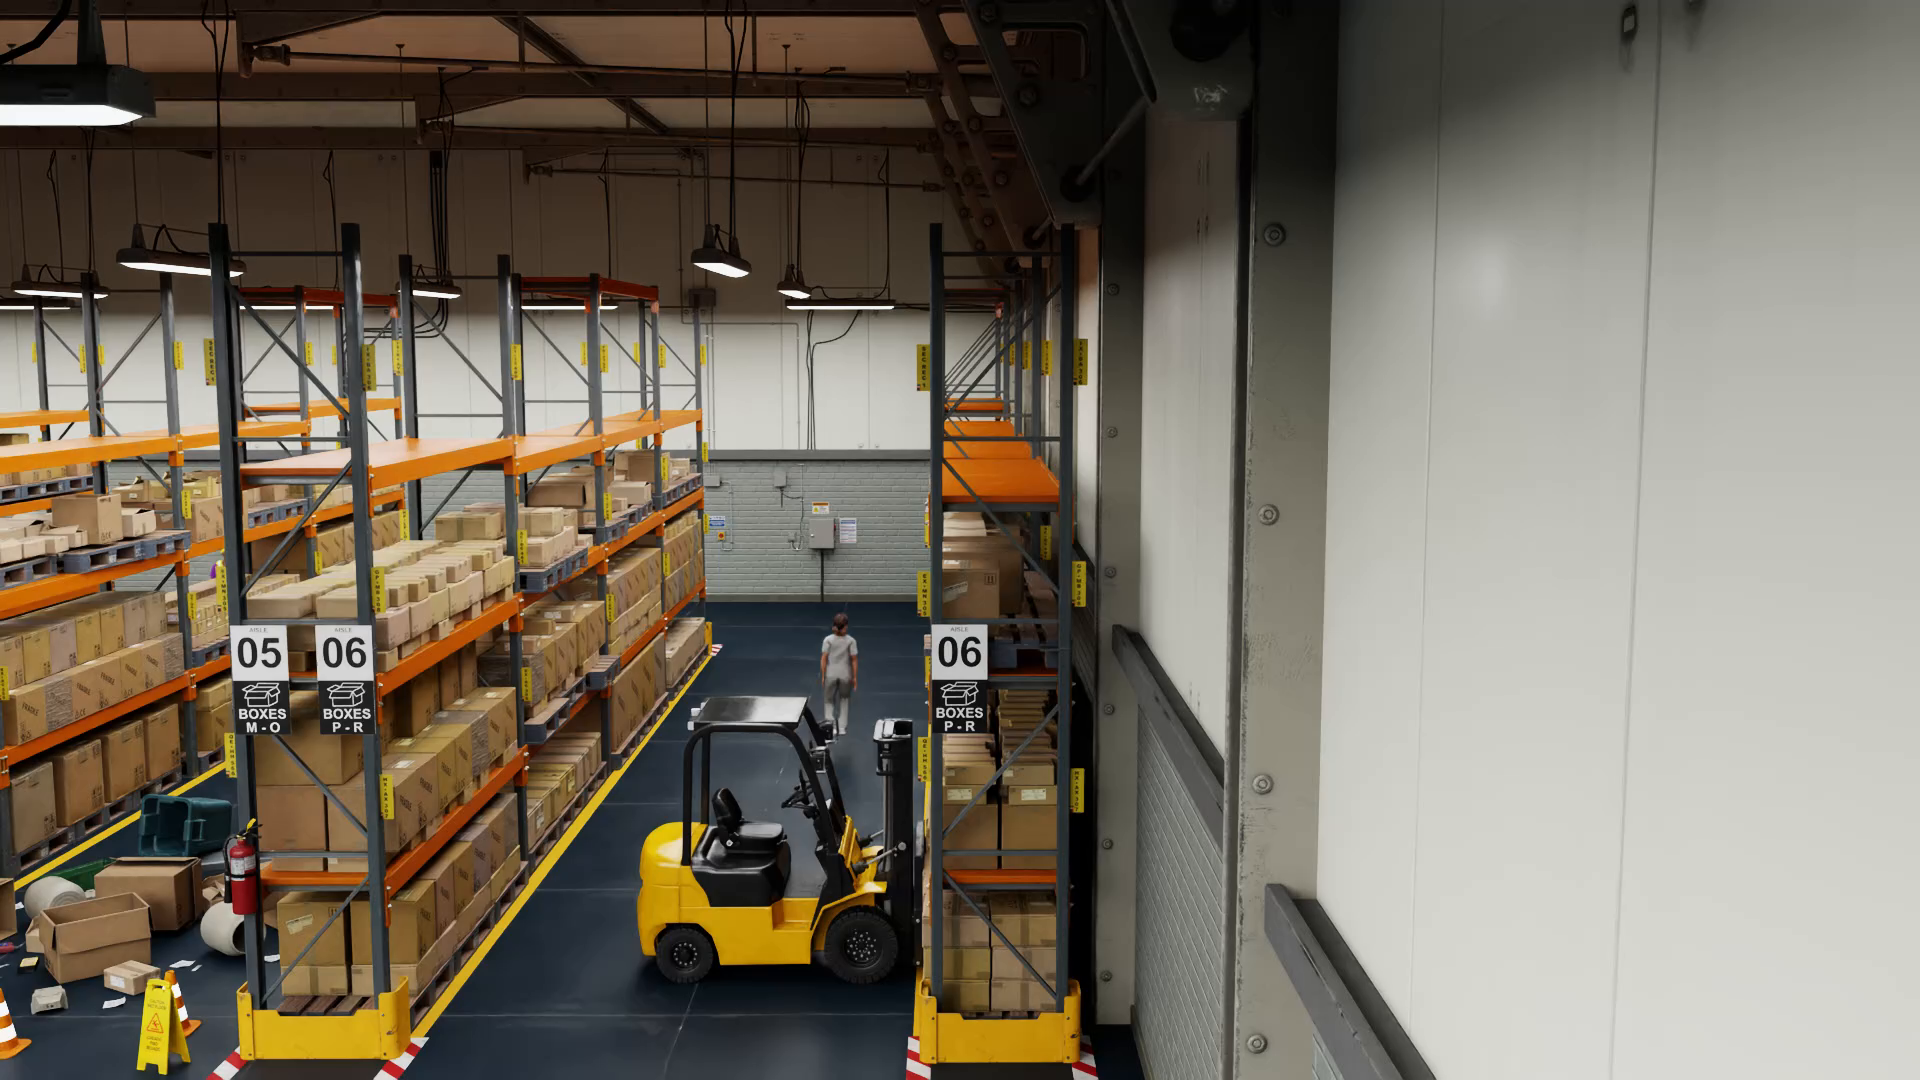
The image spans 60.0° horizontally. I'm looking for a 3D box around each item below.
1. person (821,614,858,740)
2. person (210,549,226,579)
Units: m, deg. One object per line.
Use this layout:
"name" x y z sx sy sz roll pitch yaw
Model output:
"person" -1.528 1.730 20.954 0.496 1.619 0.546 0 7 -3
"person" -12.729 0.931 28.878 0.563 1.704 1.076 0 7 2
